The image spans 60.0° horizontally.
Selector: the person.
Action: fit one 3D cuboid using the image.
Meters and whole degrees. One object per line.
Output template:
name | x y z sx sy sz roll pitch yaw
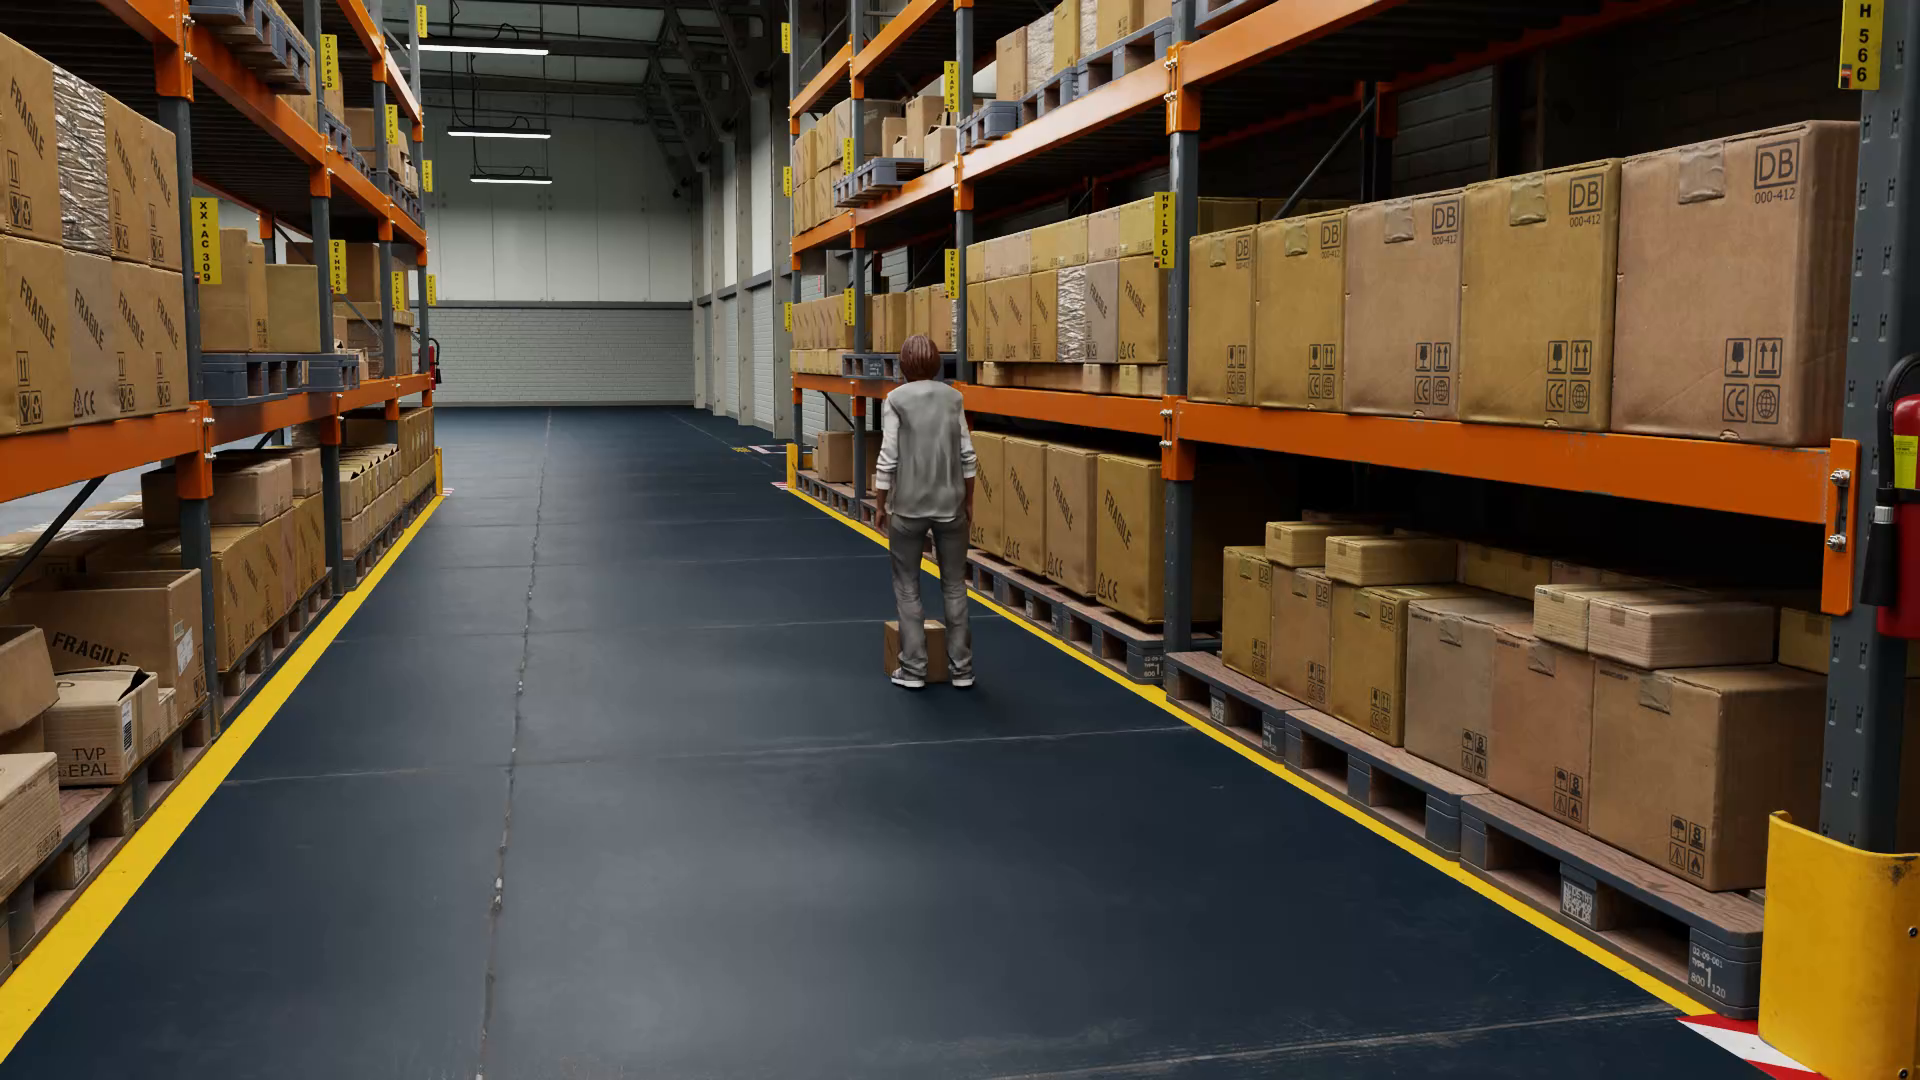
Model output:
person | -0.150 -0.124 7.490 0.485 1.594 0.371 -2 7 -16
